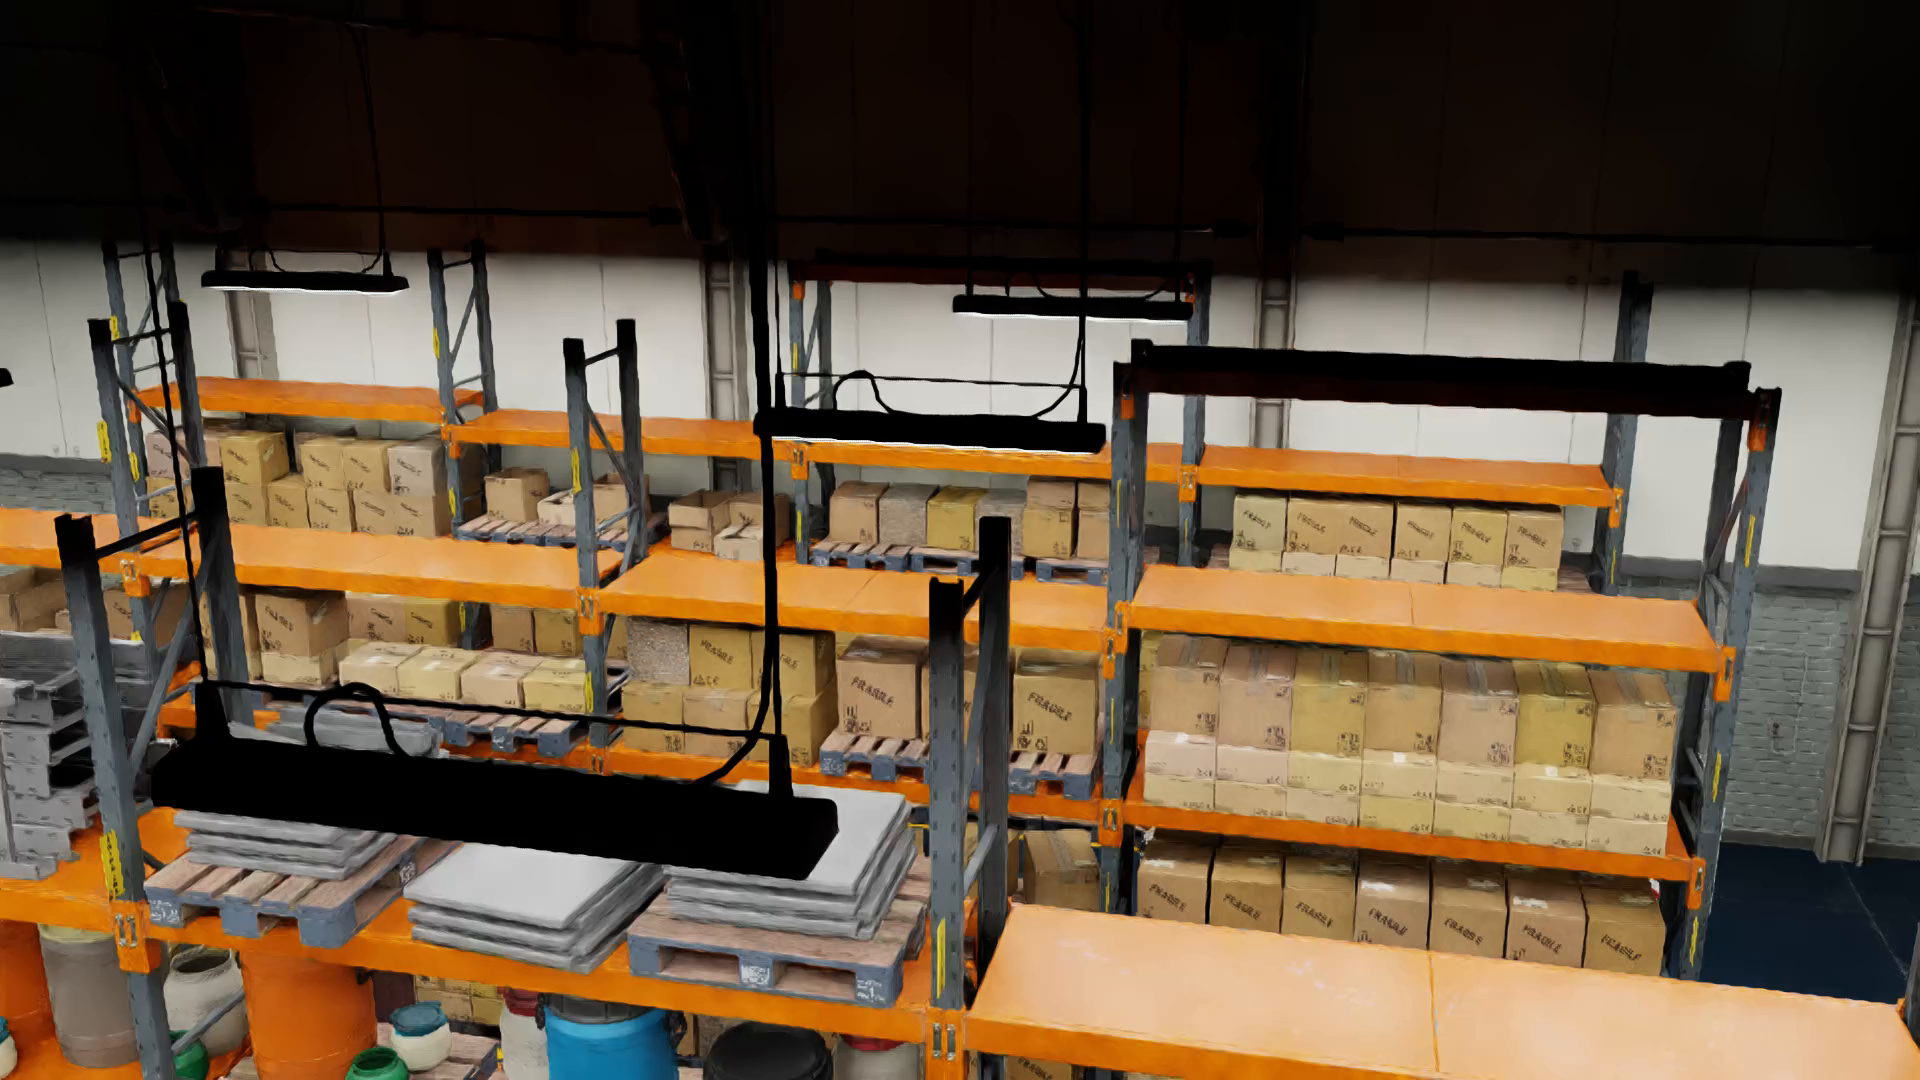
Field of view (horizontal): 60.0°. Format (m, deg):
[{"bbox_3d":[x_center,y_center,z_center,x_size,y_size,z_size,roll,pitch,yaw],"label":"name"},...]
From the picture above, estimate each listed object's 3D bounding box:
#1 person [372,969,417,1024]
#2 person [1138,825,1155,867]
[{"bbox_3d":[-4.407,3.647,12.814,1.193,1.698,0.598,4,17,15],"label":"person"},{"bbox_3d":[1.802,3.098,14.944,0.575,1.611,0.625,3,17,11],"label":"person"}]
